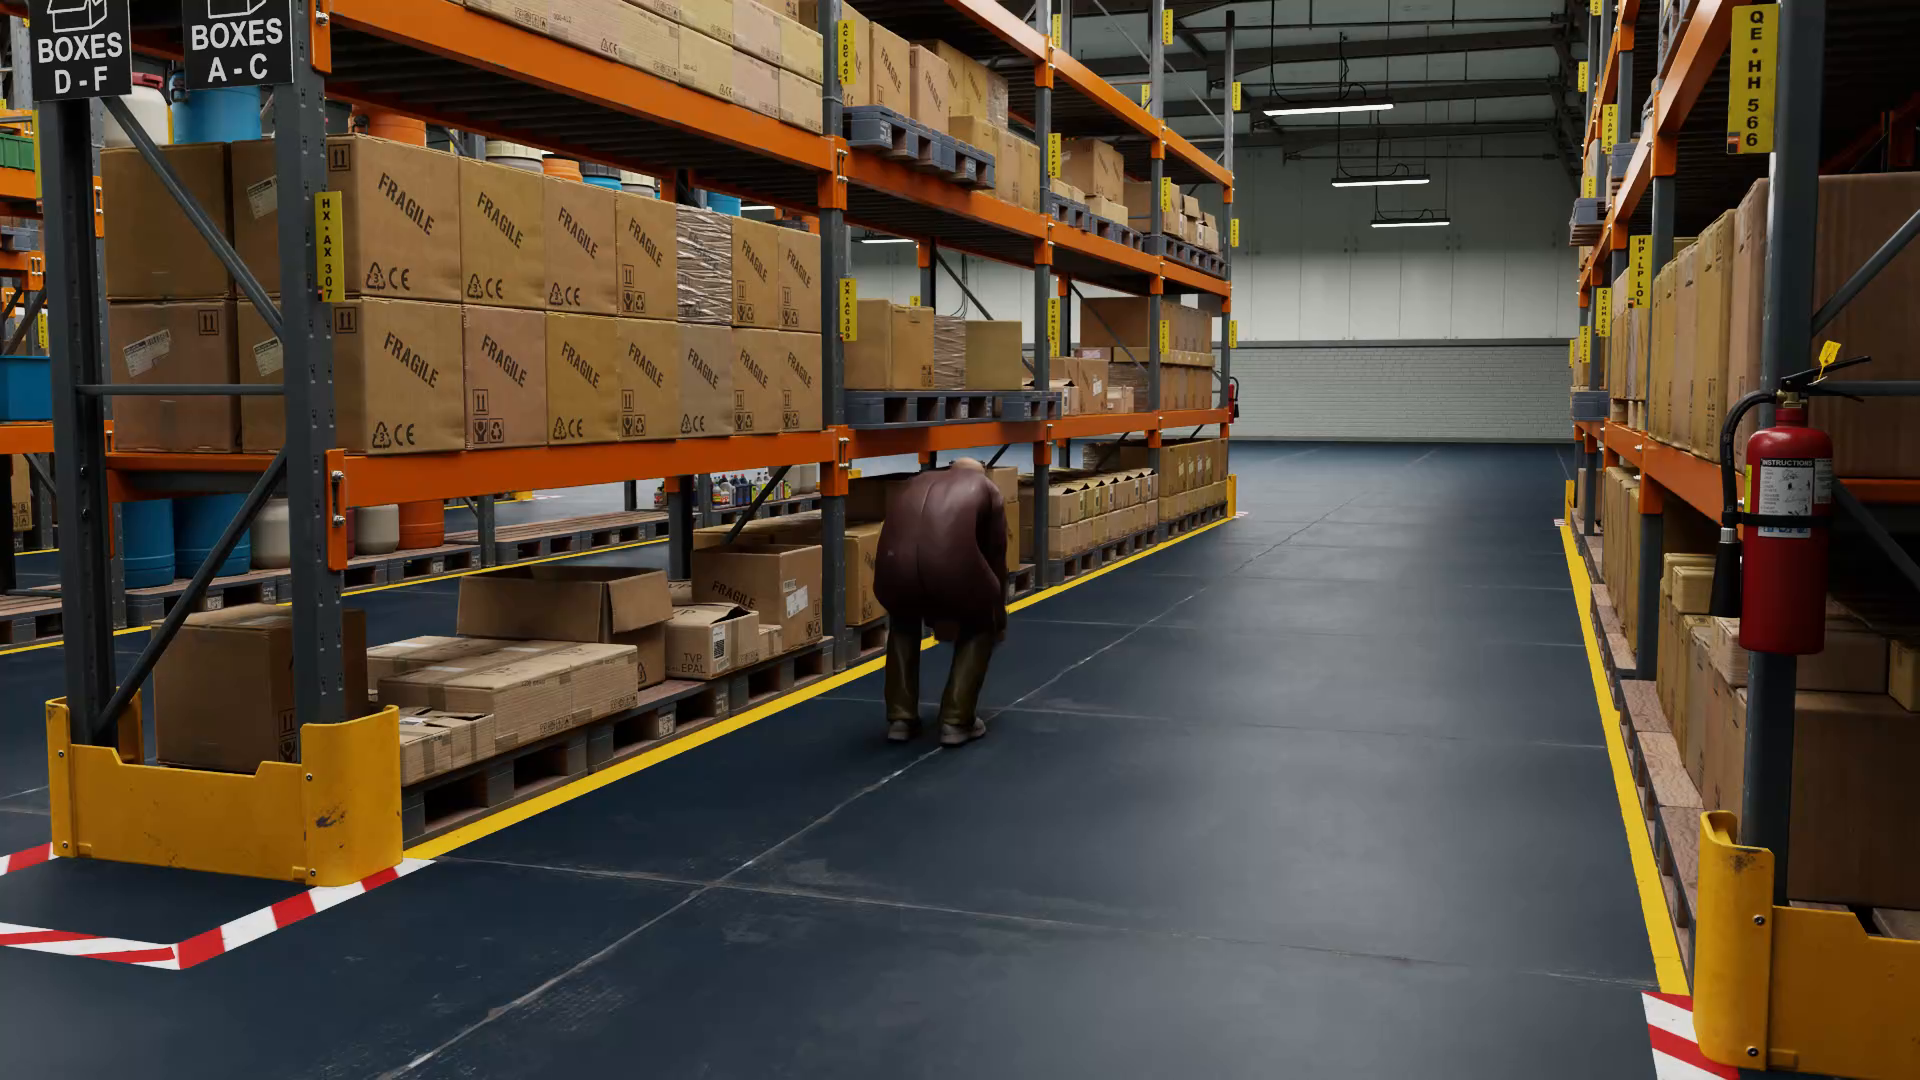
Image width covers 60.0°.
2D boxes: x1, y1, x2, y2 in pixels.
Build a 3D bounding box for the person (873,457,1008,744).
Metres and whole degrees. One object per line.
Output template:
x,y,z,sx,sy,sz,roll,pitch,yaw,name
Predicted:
-0.055,0.263,7.382,0.579,1.173,0.928,1,5,16,person
